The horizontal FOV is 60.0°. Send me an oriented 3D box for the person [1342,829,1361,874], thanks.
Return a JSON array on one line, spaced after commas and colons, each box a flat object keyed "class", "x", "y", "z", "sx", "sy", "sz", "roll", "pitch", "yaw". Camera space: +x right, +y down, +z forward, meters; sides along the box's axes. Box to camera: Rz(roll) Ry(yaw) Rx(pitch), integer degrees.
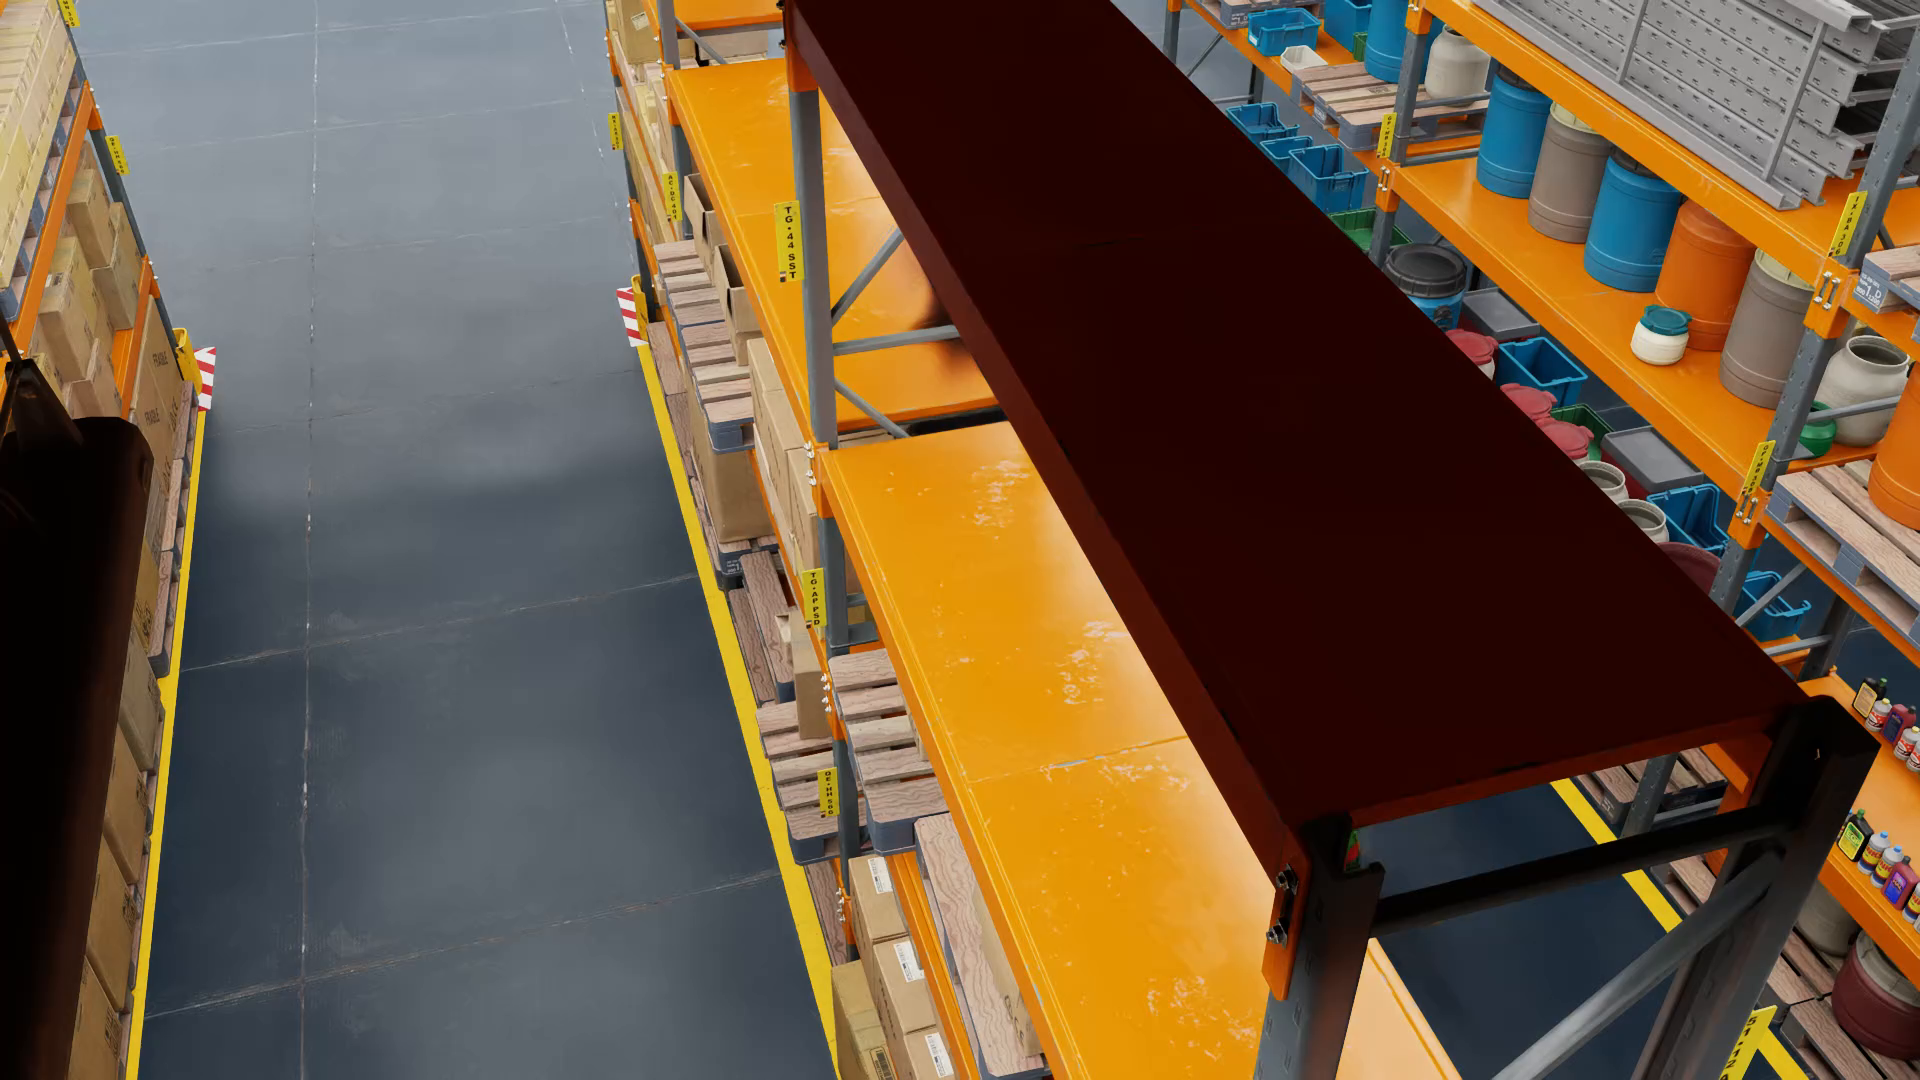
[{"class": "person", "x": 2.267, "y": 1.297, "z": 9.748, "sx": 0.643, "sy": 1.781, "sz": 0.694, "roll": -20, "pitch": 43, "yaw": -23}]
